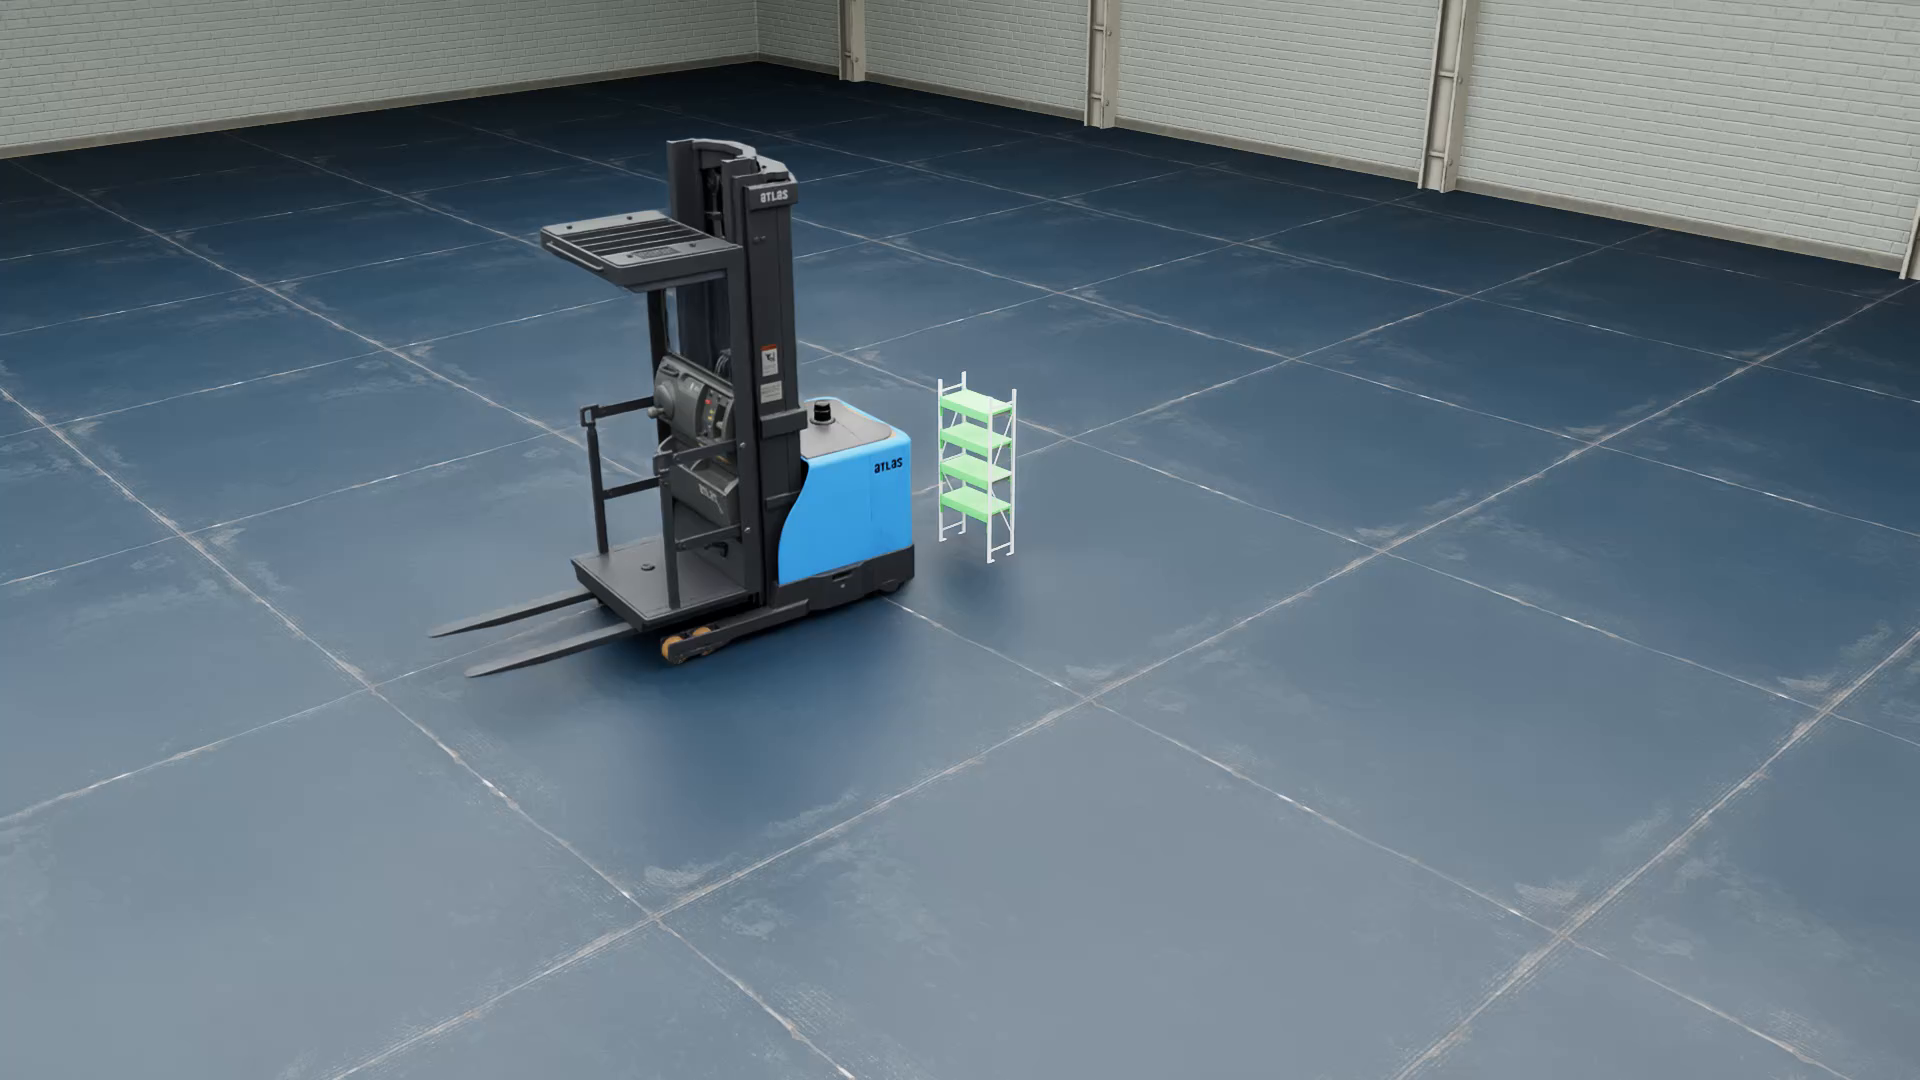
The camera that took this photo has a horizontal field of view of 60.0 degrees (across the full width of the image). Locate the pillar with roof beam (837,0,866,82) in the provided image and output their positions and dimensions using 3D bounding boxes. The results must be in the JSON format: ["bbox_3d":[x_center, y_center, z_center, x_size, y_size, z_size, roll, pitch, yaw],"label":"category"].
[{"bbox_3d":[-5.068,-11.134,25.315,9.100,9.000,0.400,-21,32,-38],"label":"pillar with roof beam"}]

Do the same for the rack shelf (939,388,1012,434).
[{"bbox_3d":[0.113,-0.874,11.218,0.258,0.148,0.480,-21,32,-38],"label":"rack shelf"}]

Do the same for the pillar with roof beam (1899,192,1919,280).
[{"bbox_3d":[7.235,-5.681,13.360,9.100,9.000,0.400,-21,32,-38],"label":"pillar with roof beam"}]

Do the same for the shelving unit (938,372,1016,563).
[{"bbox_3d":[0.113,-0.496,11.391,0.258,1.200,0.503,-21,32,-38],"label":"shelving unit"}]

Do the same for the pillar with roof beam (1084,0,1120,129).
[{"bbox_3d":[-0.967,-9.316,21.330,9.100,9.000,0.400,-21,32,-38],"label":"pillar with roof beam"}]

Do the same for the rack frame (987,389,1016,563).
[{"bbox_3d":[0.280,-0.422,11.229,0.240,1.200,0.015,-21,32,-38],"label":"rack frame"}]

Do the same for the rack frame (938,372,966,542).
[{"bbox_3d":[-0.054,-0.570,11.553,0.240,1.200,0.015,-21,32,-38],"label":"rack frame"}]

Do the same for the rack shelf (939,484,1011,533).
[{"bbox_3d":[0.113,-0.219,11.517,0.258,0.148,0.480,-21,32,-38],"label":"rack shelf"}]

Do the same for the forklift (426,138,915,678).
[{"bbox_3d":[-1.791,-0.829,10.037,3.031,2.935,1.130,-17,29,-33],"label":"forklift"}]

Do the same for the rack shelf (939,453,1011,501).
[{"bbox_3d":[0.113,-0.438,11.418,0.258,0.148,0.480,-21,32,-38],"label":"rack shelf"}]

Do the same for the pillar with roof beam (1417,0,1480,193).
[{"bbox_3d":[3.134,-7.499,17.345,9.100,9.000,0.400,-21,32,-38],"label":"pillar with roof beam"}]

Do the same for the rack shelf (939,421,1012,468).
[{"bbox_3d":[0.113,-0.656,11.318,0.258,0.148,0.480,-21,32,-38],"label":"rack shelf"}]
